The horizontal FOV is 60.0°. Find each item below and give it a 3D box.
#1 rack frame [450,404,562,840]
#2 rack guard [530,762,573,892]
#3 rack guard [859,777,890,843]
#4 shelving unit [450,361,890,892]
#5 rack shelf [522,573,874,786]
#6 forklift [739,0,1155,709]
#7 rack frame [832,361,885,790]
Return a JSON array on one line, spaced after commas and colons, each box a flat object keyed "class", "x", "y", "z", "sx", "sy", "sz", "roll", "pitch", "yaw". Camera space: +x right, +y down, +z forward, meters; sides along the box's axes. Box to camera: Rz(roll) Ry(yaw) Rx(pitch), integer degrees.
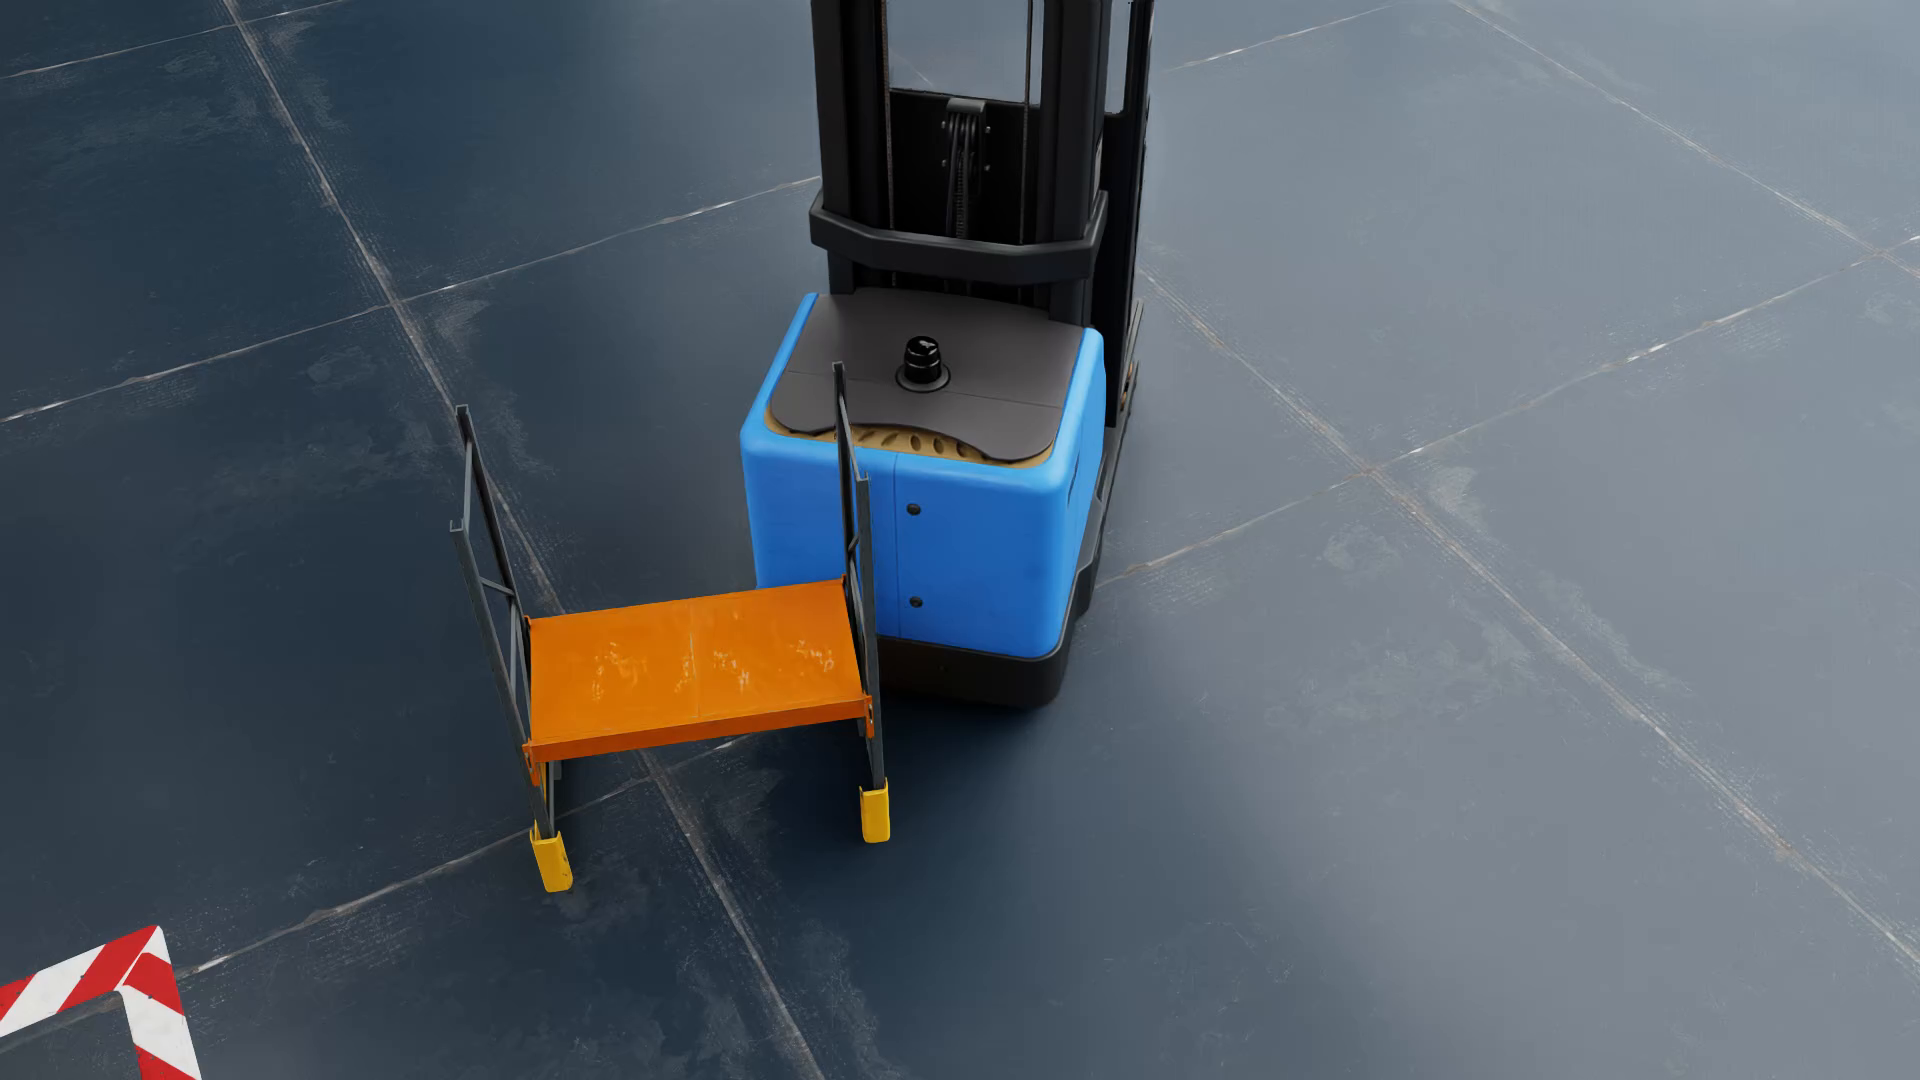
[{"class": "rack frame", "x": -1.294, "y": 0.345, "z": 4.817, "sx": 0.032, "sy": 1.500, "sz": 0.500, "roll": -7, "pitch": 45, "yaw": -8}, {"class": "rack guard", "x": -1.292, "y": 0.794, "z": 5.253, "sx": 0.087, "sy": 0.250, "sz": 0.587, "roll": -7, "pitch": 45, "yaw": -8}, {"class": "rack guard", "x": -0.313, "y": 0.666, "z": 5.384, "sx": 0.087, "sy": 0.250, "sz": 0.587, "roll": -7, "pitch": 45, "yaw": -8}, {"class": "shelving unit", "x": -0.803, "y": 0.282, "z": 4.883, "sx": 1.083, "sy": 1.500, "sz": 0.587, "roll": -7, "pitch": 45, "yaw": -8}, {"class": "rack shelf", "x": -0.794, "y": 0.409, "z": 5.009, "sx": 1.000, "sy": 0.185, "sz": 0.538, "roll": -7, "pitch": 45, "yaw": -8}, {"class": "forklift", "x": 0.117, "y": -1.529, "z": 5.721, "sx": 1.130, "sy": 2.935, "sz": 3.031, "roll": 8, "pitch": 45, "yaw": 9}, {"class": "rack frame", "x": -0.294, "y": 0.215, "z": 4.951, "sx": 0.032, "sy": 1.500, "sz": 0.500, "roll": -7, "pitch": 45, "yaw": -8}]
